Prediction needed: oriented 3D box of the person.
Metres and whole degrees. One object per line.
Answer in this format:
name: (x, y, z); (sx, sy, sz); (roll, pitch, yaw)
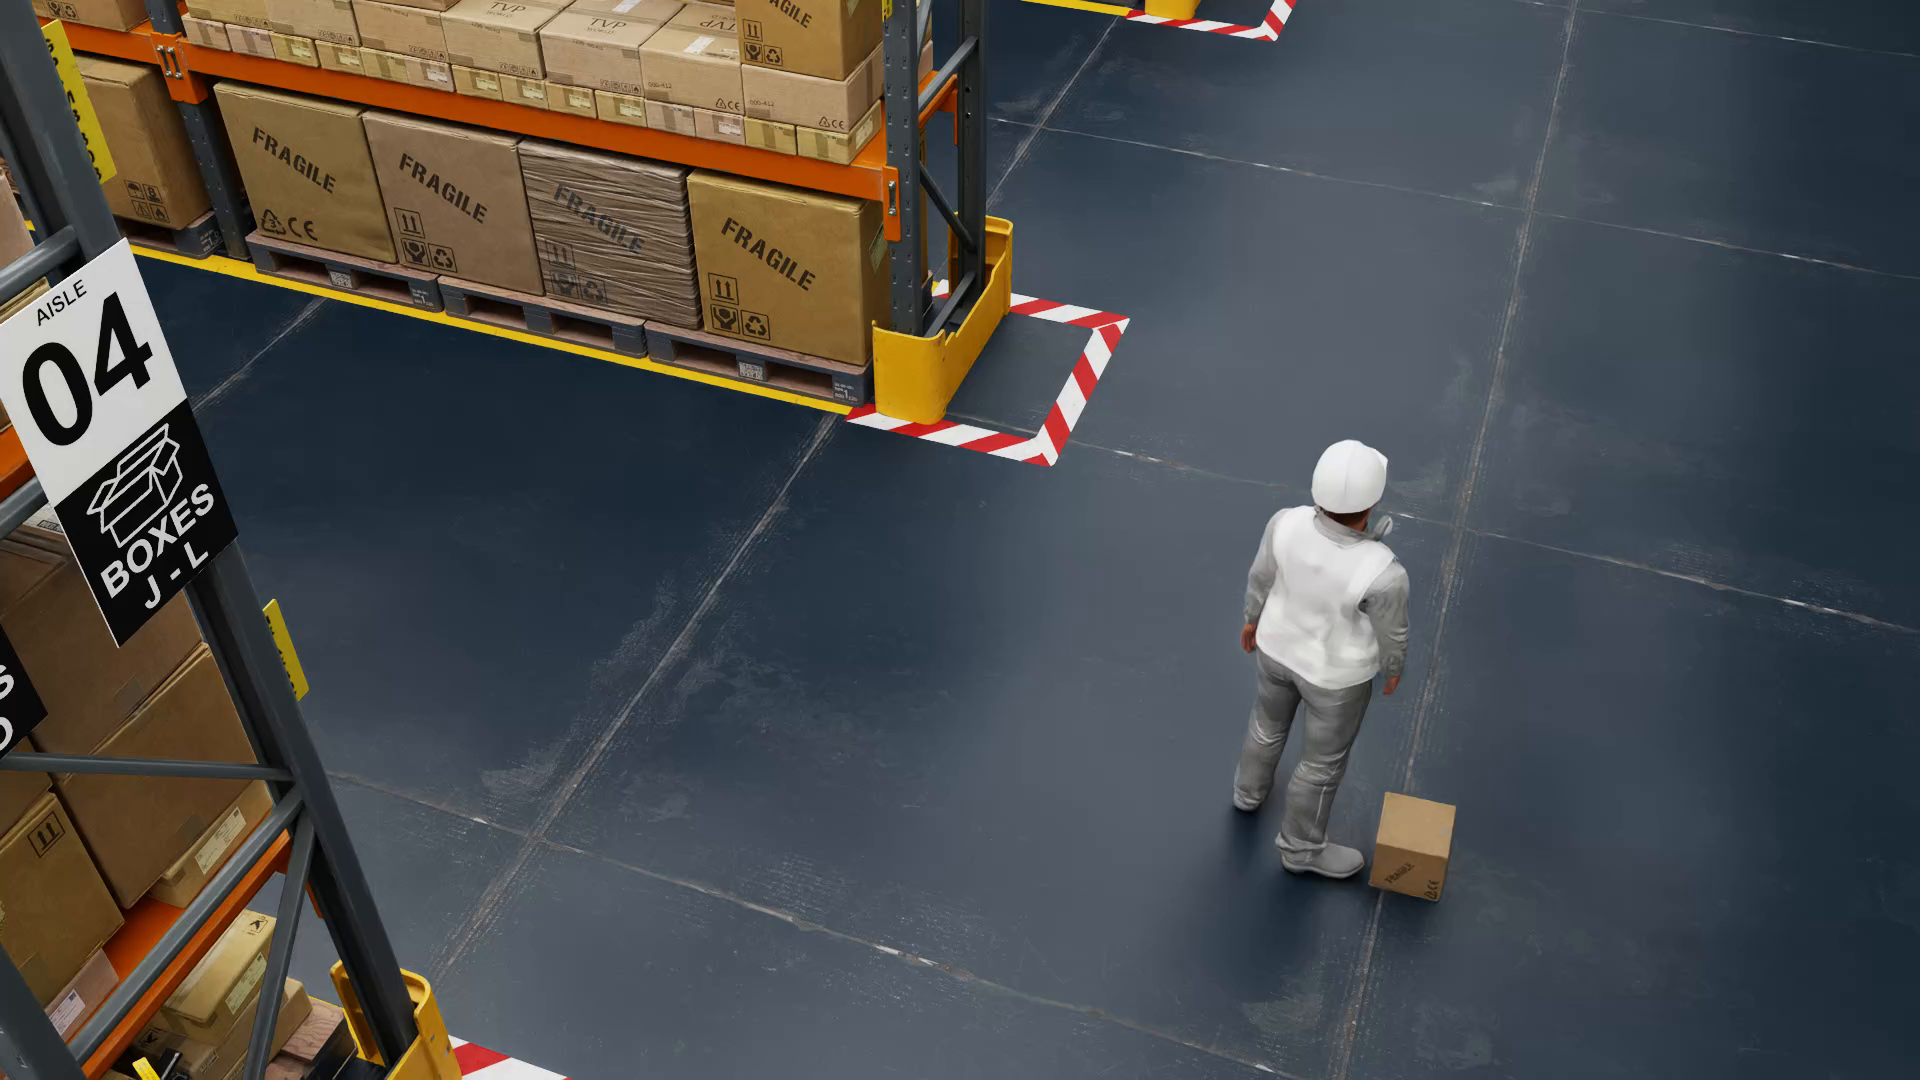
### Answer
person: (1.246, 0.396, 5.663); (0.408, 1.781, 0.641); (-32, 51, -31)
